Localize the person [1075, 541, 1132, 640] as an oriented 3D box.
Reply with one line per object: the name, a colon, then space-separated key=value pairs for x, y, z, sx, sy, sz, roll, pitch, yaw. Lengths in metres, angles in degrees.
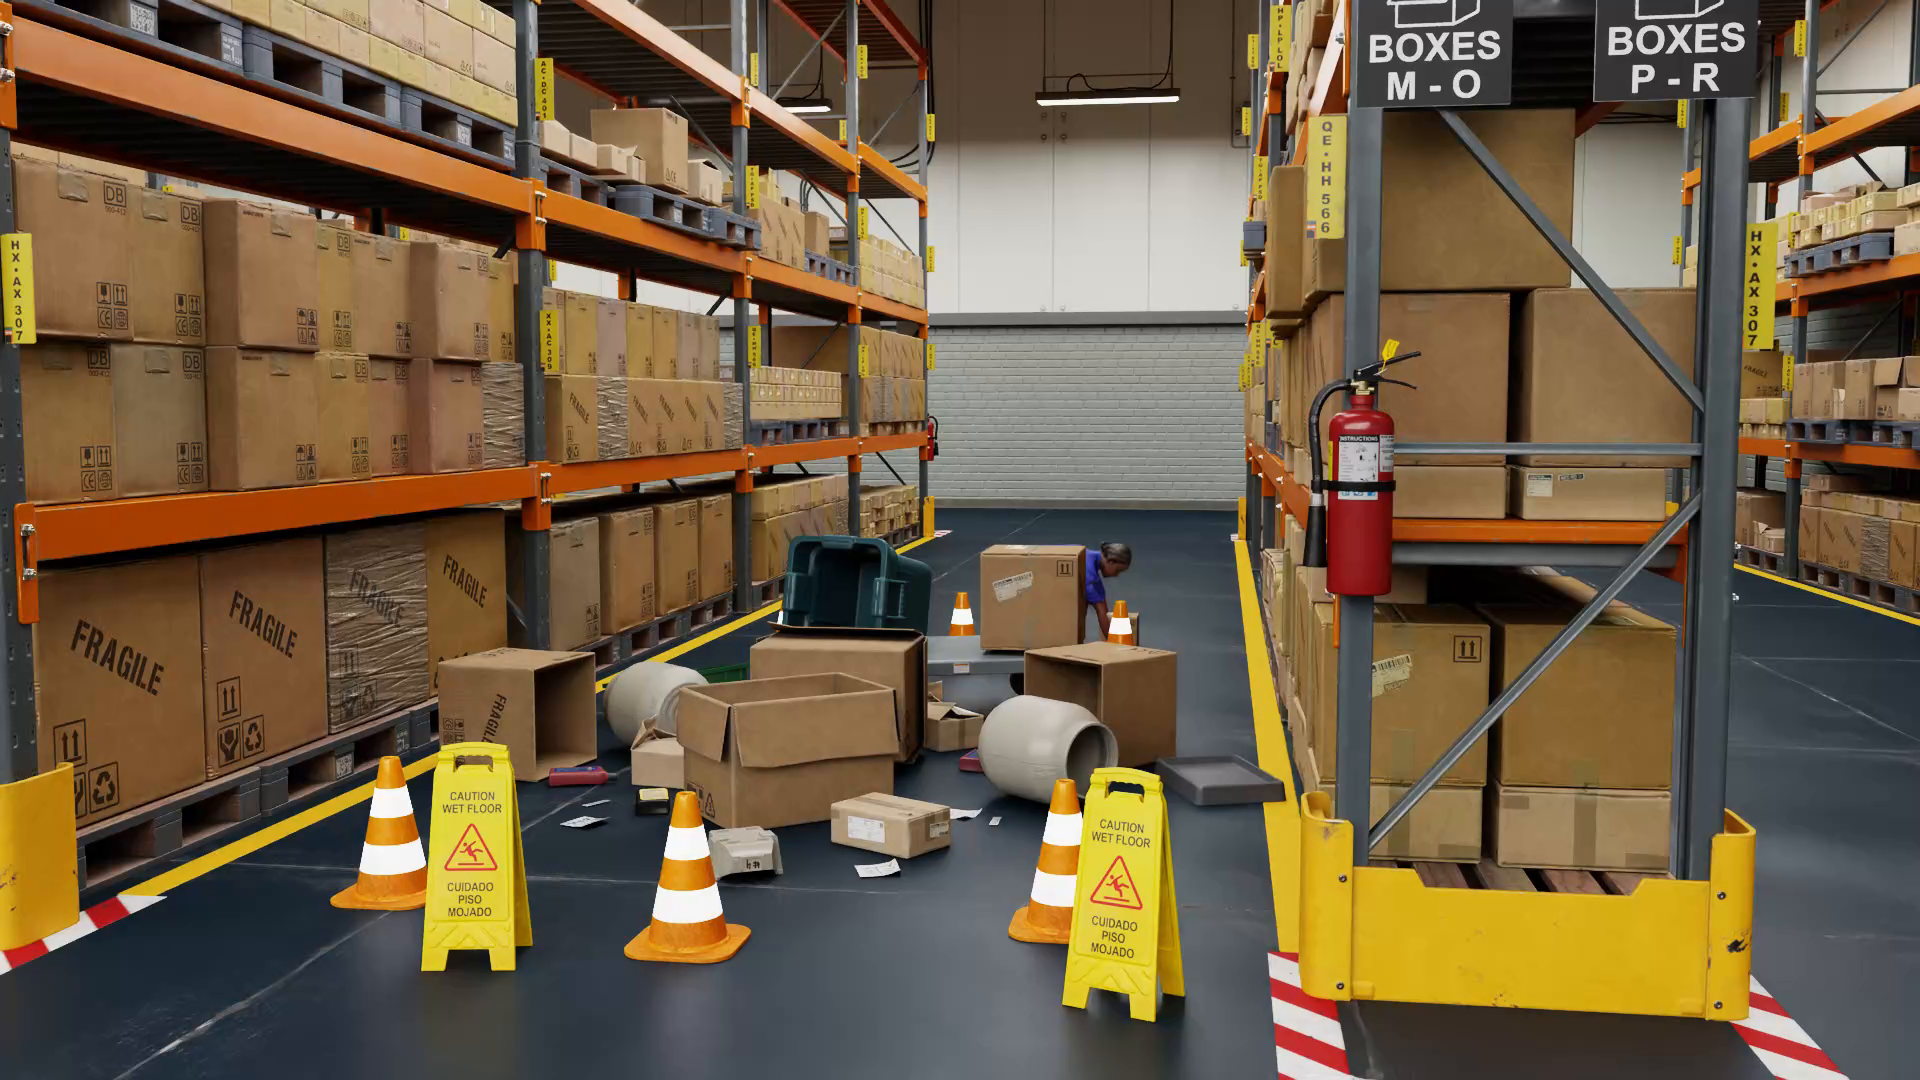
person: x=0.725 y=0.404 z=11.029 sx=0.846 sy=0.798 sz=0.473 roll=1 pitch=5 yaw=8
